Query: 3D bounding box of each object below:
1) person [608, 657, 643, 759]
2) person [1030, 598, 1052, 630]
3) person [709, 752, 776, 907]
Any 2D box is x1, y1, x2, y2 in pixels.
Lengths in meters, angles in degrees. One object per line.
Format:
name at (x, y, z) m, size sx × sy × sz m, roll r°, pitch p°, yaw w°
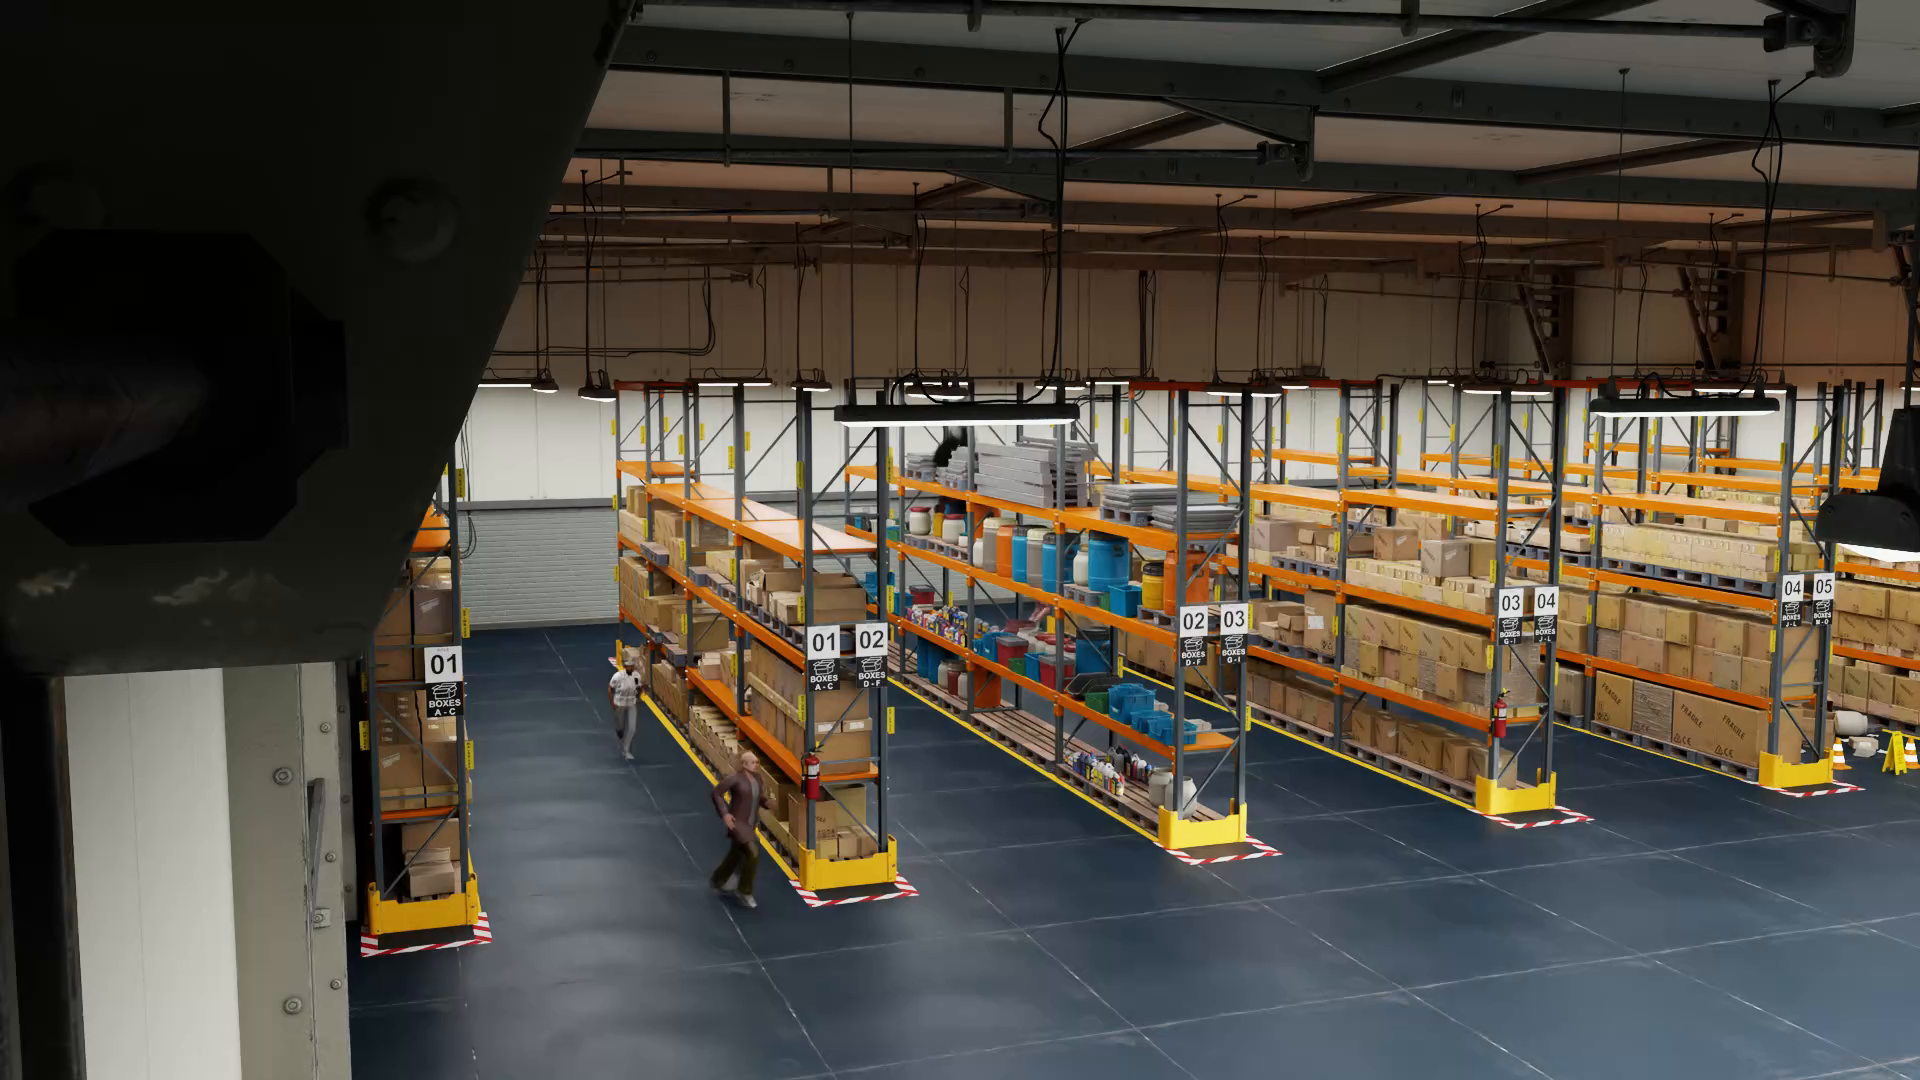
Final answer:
person at (-5.435, 2.688, 27.017) m, size 0.587 × 1.673 × 0.789 m, roll -3°, pitch 7°, yaw -25°
person at (1.907, 1.421, 39.538) m, size 0.617 × 1.428 × 0.551 m, roll 0°, pitch 6°, yaw -2°
person at (-2.585, 3.412, 19.664) m, size 0.902 × 1.832 × 0.690 m, roll 3°, pitch 7°, yaw 26°
